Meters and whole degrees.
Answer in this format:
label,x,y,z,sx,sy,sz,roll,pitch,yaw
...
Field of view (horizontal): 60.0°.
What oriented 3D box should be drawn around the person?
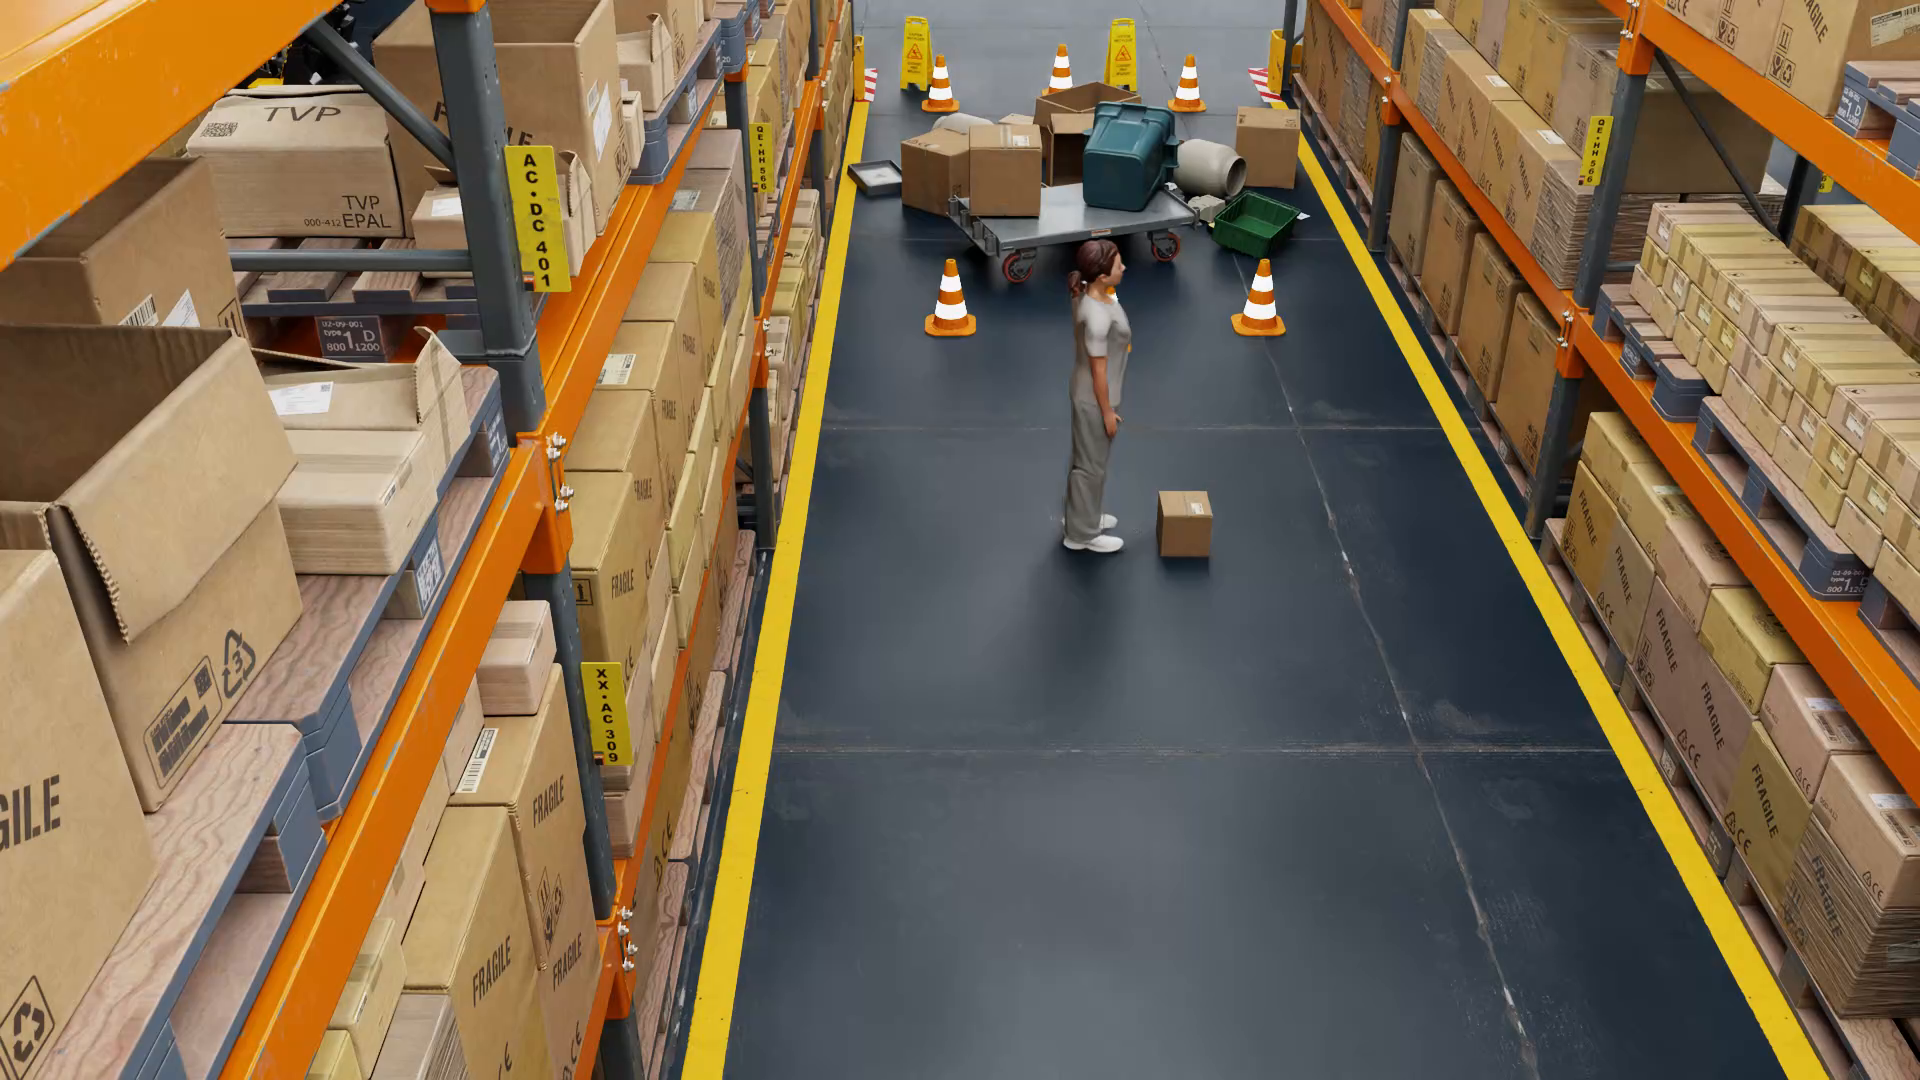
label,x,y,z,sx,sy,sz,roll,pitch,yaw
person,0.671,-0.699,8.261,0.351,1.699,0.473,0,32,0
